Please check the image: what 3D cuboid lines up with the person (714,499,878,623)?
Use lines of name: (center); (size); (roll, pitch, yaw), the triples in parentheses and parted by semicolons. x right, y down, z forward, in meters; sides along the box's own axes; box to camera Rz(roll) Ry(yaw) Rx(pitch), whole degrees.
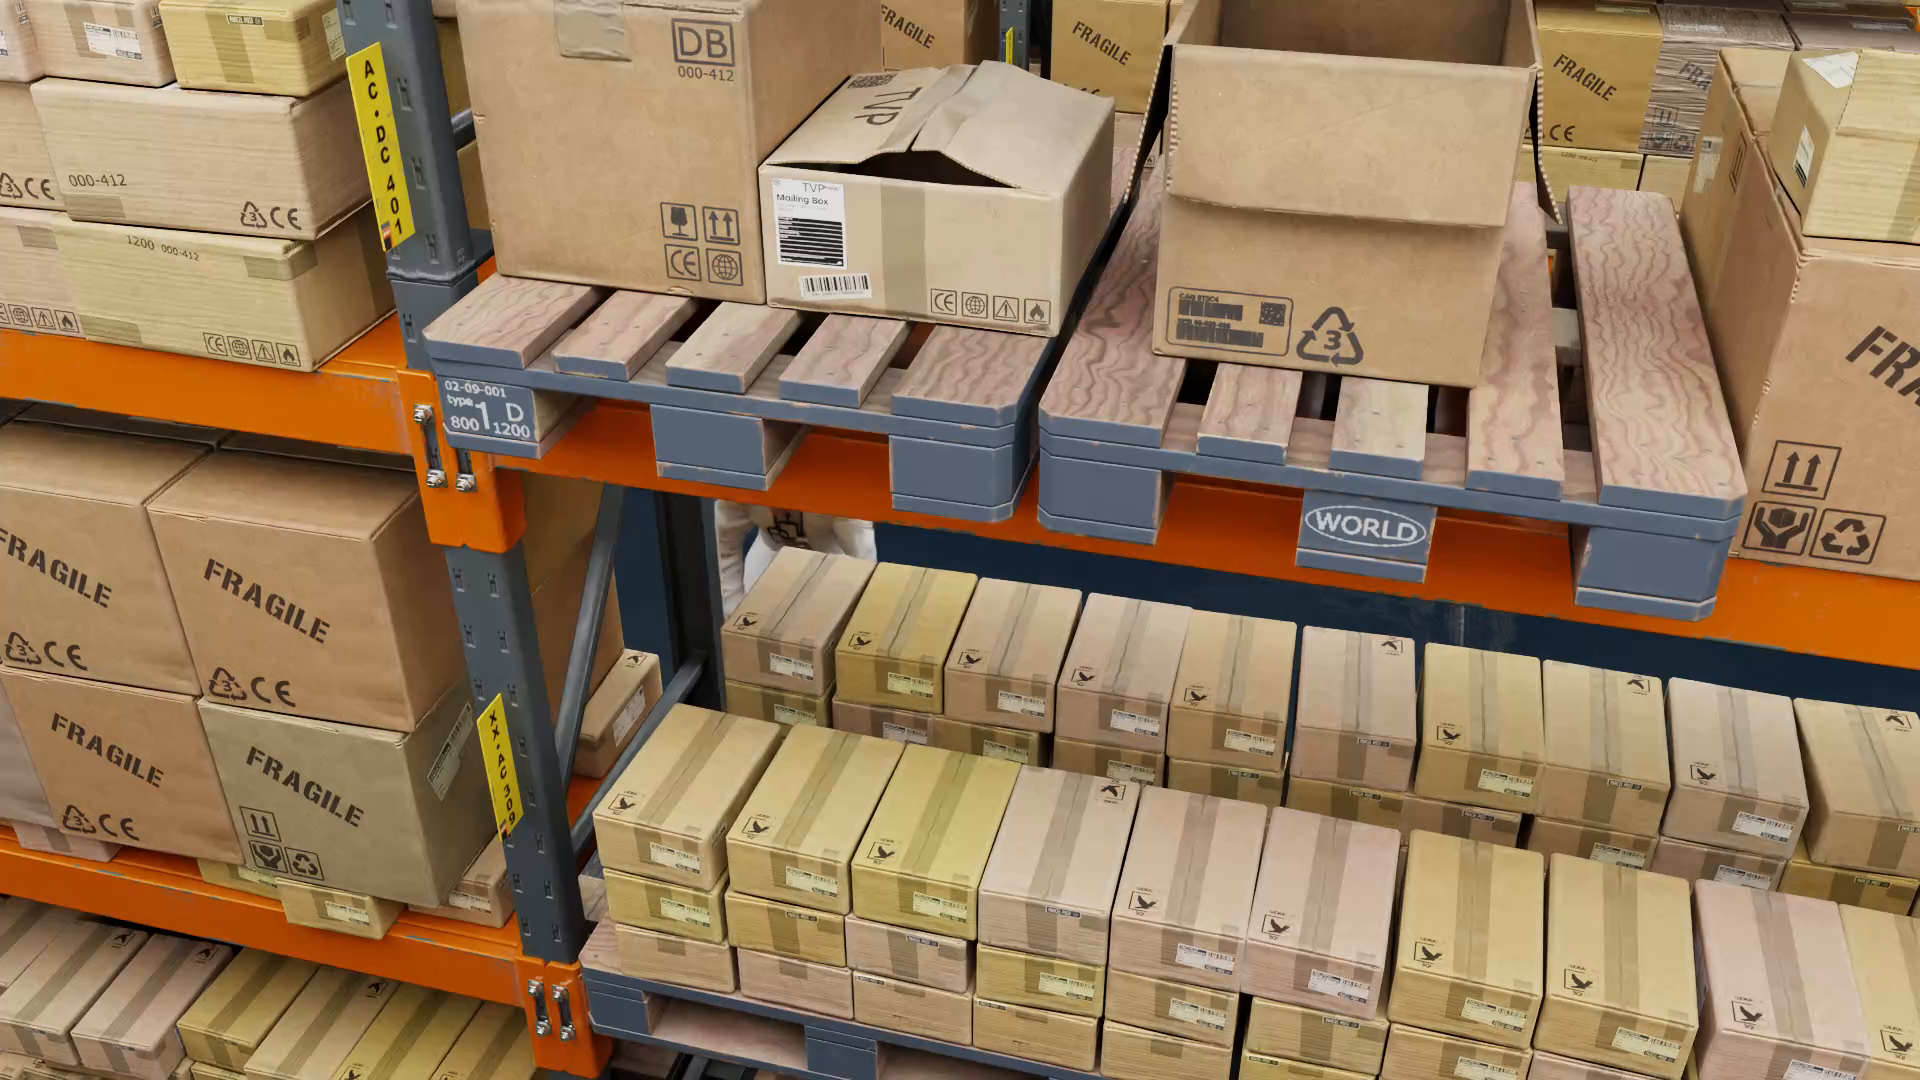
person: (-0.581, 0.164, 6.240); (0.633, 1.412, 0.718); (8, 33, 13)
